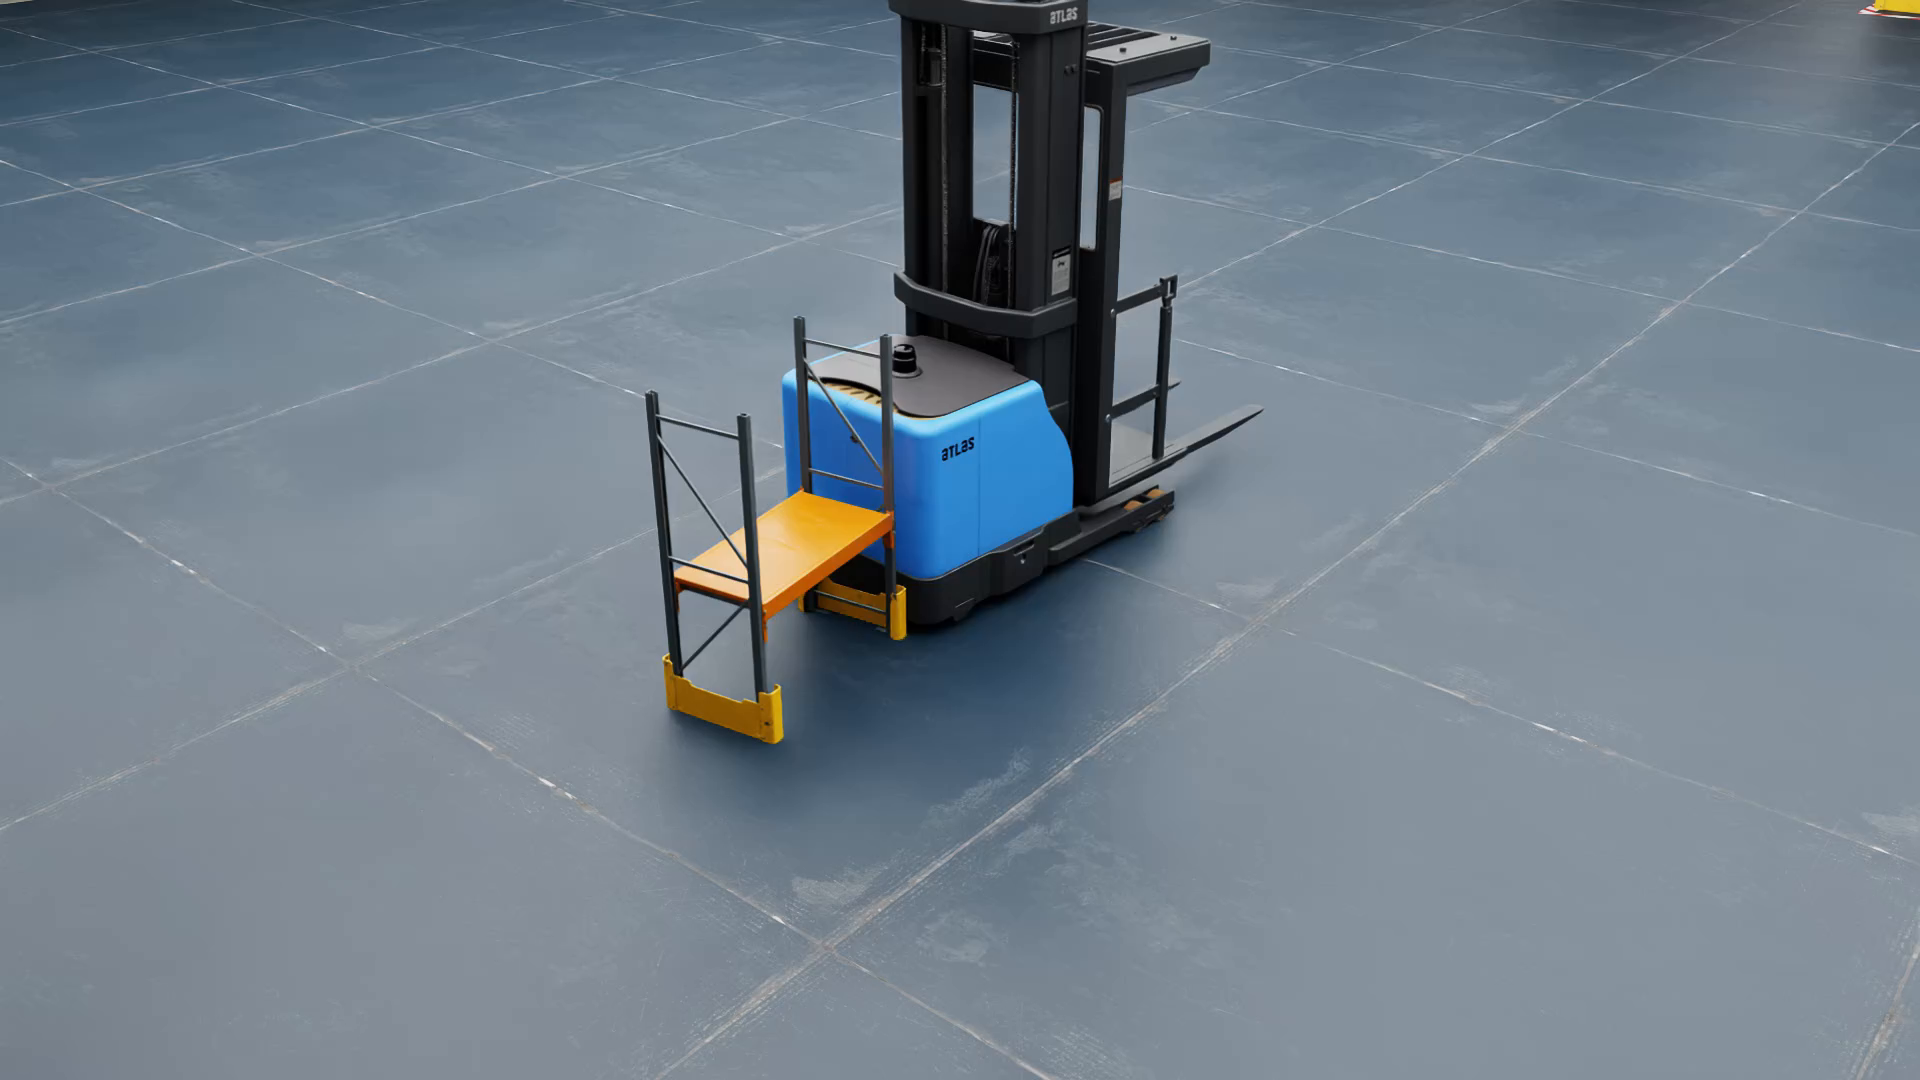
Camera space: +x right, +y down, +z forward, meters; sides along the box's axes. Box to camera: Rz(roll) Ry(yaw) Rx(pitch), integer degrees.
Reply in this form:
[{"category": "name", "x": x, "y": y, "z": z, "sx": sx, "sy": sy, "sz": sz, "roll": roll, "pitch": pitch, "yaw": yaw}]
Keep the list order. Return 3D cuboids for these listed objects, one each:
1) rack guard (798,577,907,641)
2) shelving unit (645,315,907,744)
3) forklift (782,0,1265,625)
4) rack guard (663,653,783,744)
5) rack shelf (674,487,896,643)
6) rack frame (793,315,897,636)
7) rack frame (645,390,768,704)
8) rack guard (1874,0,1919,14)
[{"category": "rack guard", "x": -0.520, "y": 0.282, "z": 7.932, "sx": 0.587, "sy": 0.250, "sz": 0.087, "roll": 15, "pitch": 31, "yaw": 27}, {"category": "shelving unit", "x": -0.772, "y": -0.075, "z": 7.263, "sx": 0.587, "sy": 1.500, "sz": 1.083, "roll": 15, "pitch": 31, "yaw": 27}, {"category": "forklift", "x": 0.508, "y": -1.489, "z": 8.438, "sx": 1.130, "sy": 2.935, "sz": 3.031, "roll": 24, "pitch": 36, "yaw": 38}, {"category": "rack guard", "x": -1.023, "y": 0.677, "z": 7.169, "sx": 0.587, "sy": 0.250, "sz": 0.087, "roll": 15, "pitch": 31, "yaw": 27}, {"category": "rack shelf", "x": -0.776, "y": 0.088, "z": 7.339, "sx": 0.538, "sy": 0.185, "sz": 1.000, "roll": 15, "pitch": 31, "yaw": 27}, {"category": "rack frame", "x": -0.520, "y": -0.273, "z": 7.646, "sx": 0.500, "sy": 1.500, "sz": 0.032, "roll": 15, "pitch": 31, "yaw": 27}, {"category": "rack frame", "x": -1.033, "y": 0.130, "z": 6.867, "sx": 0.500, "sy": 1.500, "sz": 0.032, "roll": 15, "pitch": 31, "yaw": 27}, {"category": "rack guard", "x": 13.114, "y": -7.418, "z": 22.546, "sx": 1.175, "sy": 0.500, "sz": 0.348, "roll": 21, "pitch": 34, "yaw": 34}]
